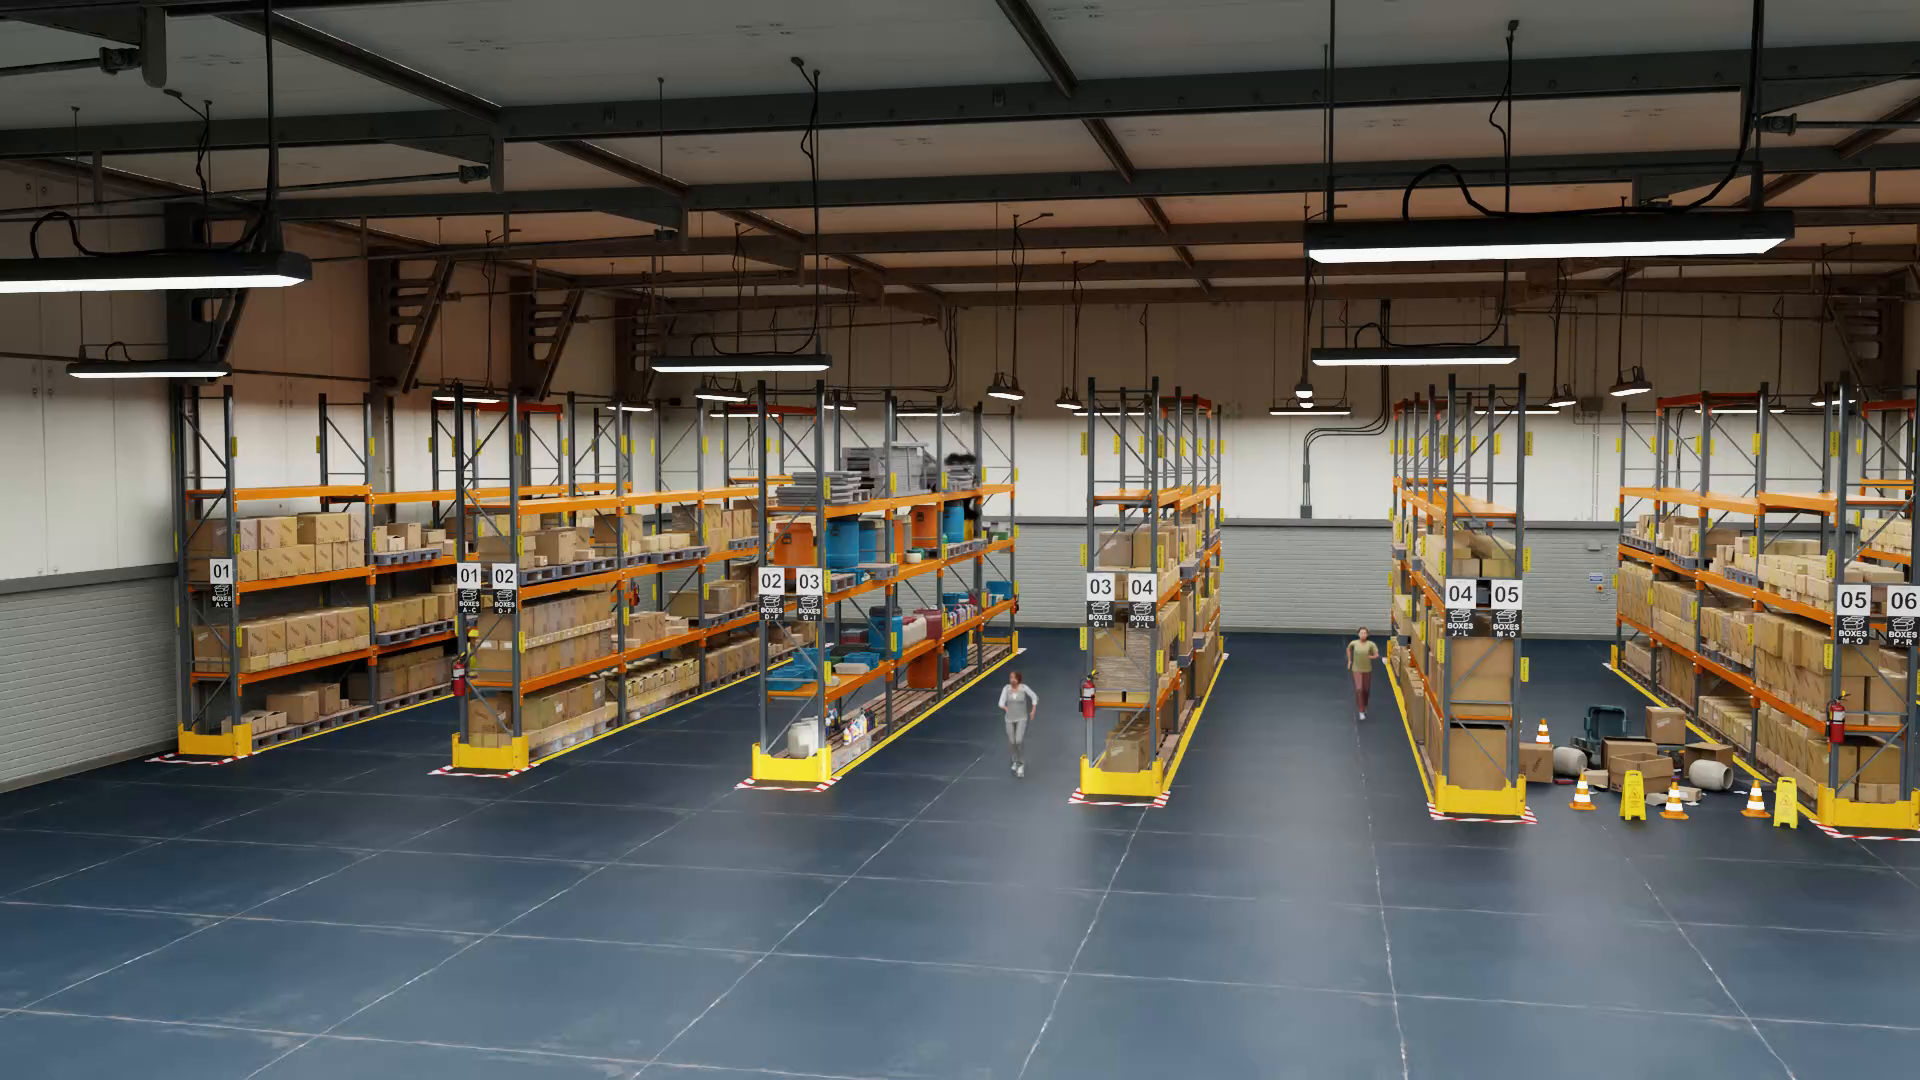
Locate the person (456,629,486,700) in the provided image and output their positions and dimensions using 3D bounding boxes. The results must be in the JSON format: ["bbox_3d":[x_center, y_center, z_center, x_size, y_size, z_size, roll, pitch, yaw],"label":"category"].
[{"bbox_3d":[-8.692,2.461,30.015,0.684,1.754,0.936,0,3,8],"label":"person"}]

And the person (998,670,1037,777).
[{"bbox_3d":[0.865,2.804,25.349,0.553,1.656,0.688,1,3,15],"label":"person"}]

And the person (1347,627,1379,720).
[{"bbox_3d":[7.431,2.420,30.658,0.571,1.660,0.970,1,3,11],"label":"person"}]
